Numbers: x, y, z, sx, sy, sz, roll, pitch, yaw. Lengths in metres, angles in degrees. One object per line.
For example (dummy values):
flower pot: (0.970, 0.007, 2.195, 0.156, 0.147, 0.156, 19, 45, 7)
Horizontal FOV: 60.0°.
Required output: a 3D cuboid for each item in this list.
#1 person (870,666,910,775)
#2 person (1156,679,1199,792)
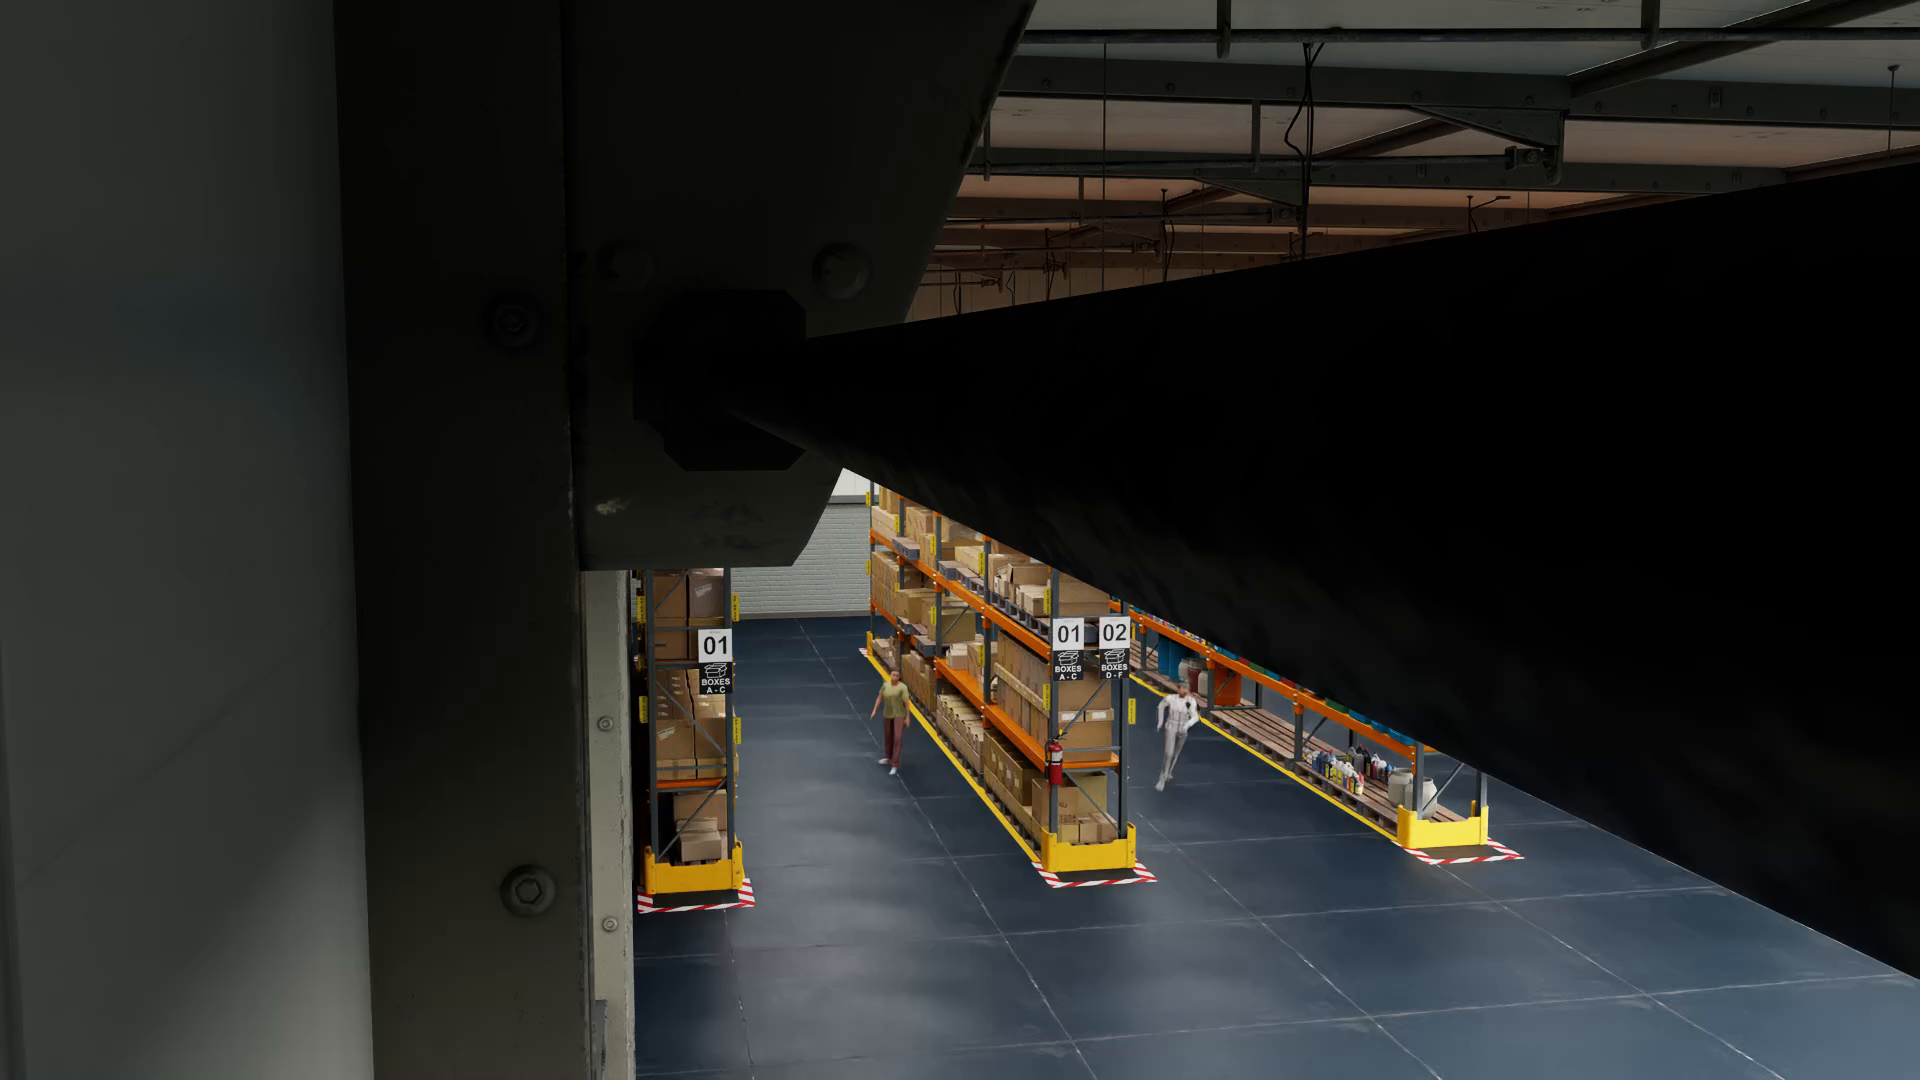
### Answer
person: (-1.085, 2.791, 26.125, 0.623, 1.663, 0.761, 3, 6, 23)
person: (3.243, 2.885, 25.010, 0.661, 1.663, 0.778, 0, 6, -2)
